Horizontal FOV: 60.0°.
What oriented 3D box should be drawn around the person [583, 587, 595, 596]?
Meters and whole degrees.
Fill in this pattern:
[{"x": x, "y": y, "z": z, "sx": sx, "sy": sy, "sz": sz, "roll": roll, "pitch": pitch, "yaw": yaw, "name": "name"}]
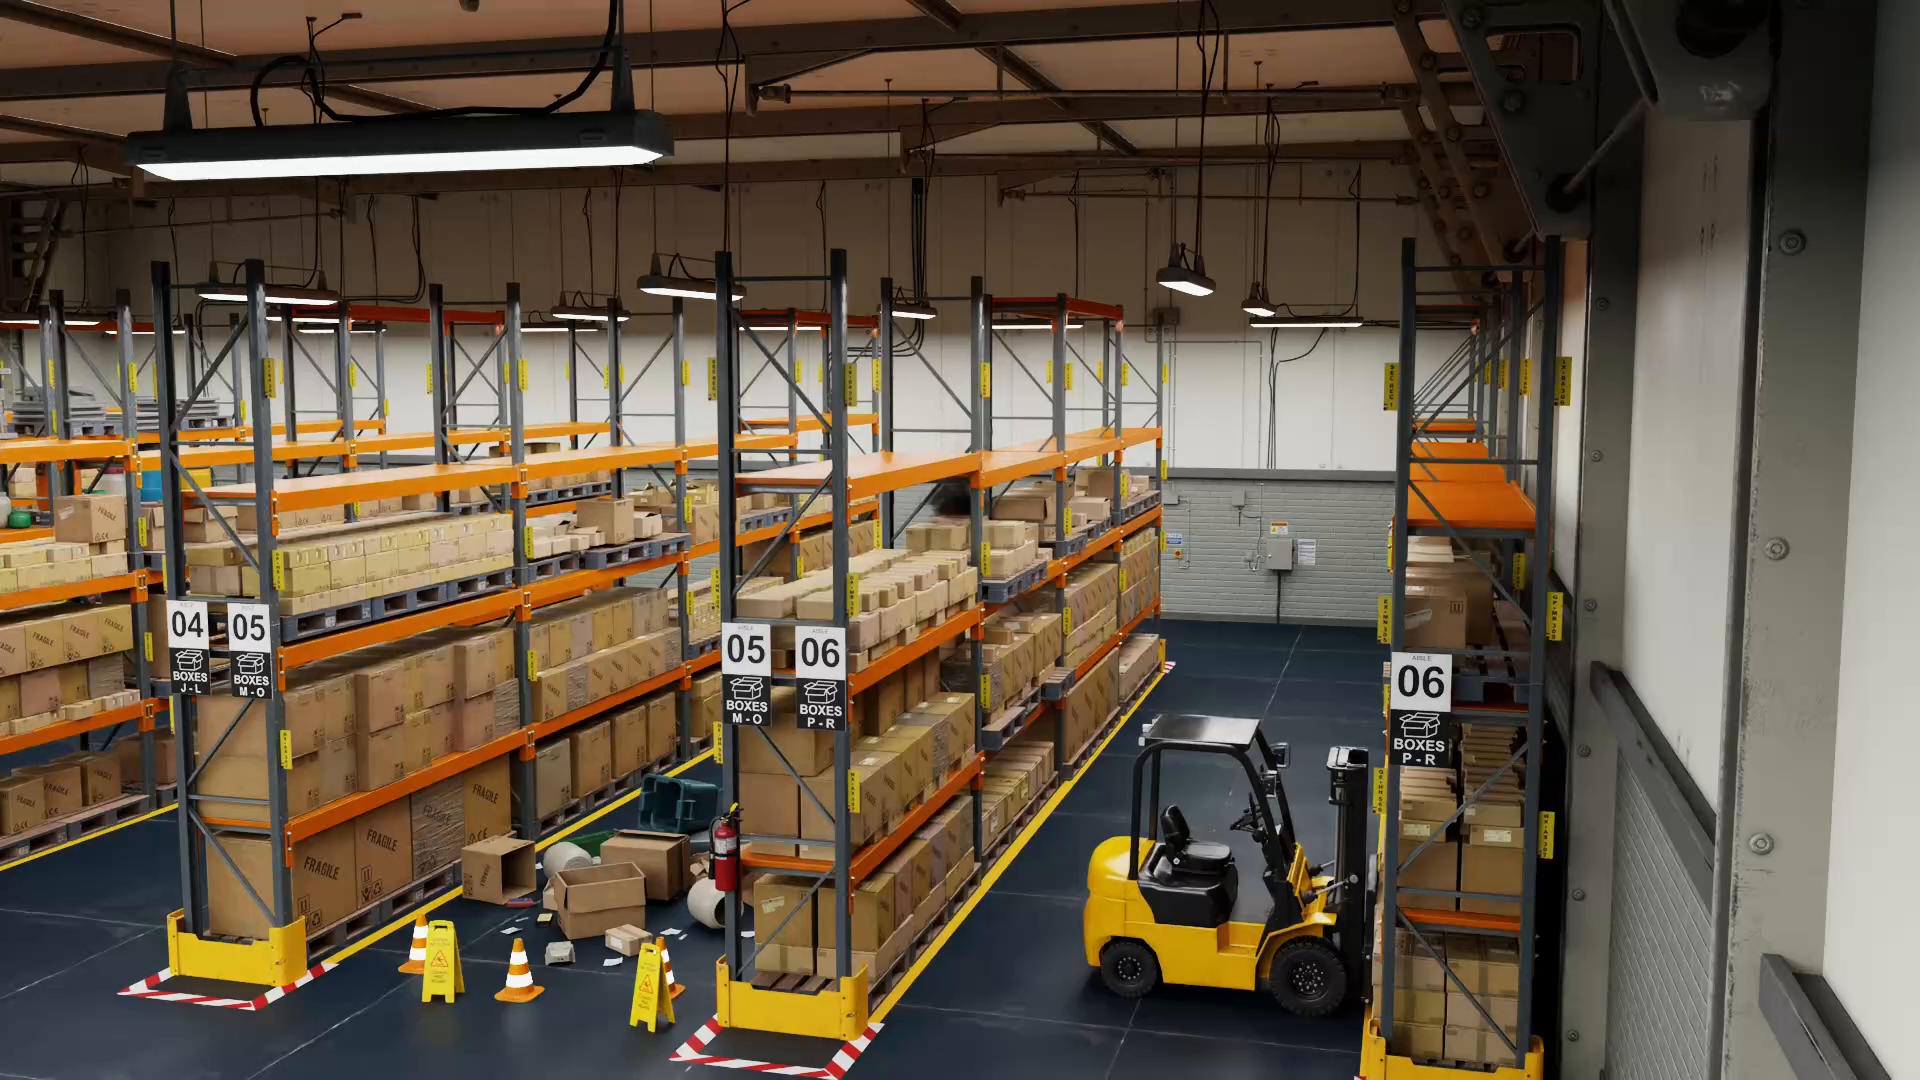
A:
[{"x": -5.940, "y": 1.553, "z": 26.501, "sx": 0.572, "sy": 1.628, "sz": 0.531, "roll": 0, "pitch": 6, "yaw": 4, "name": "person"}]
